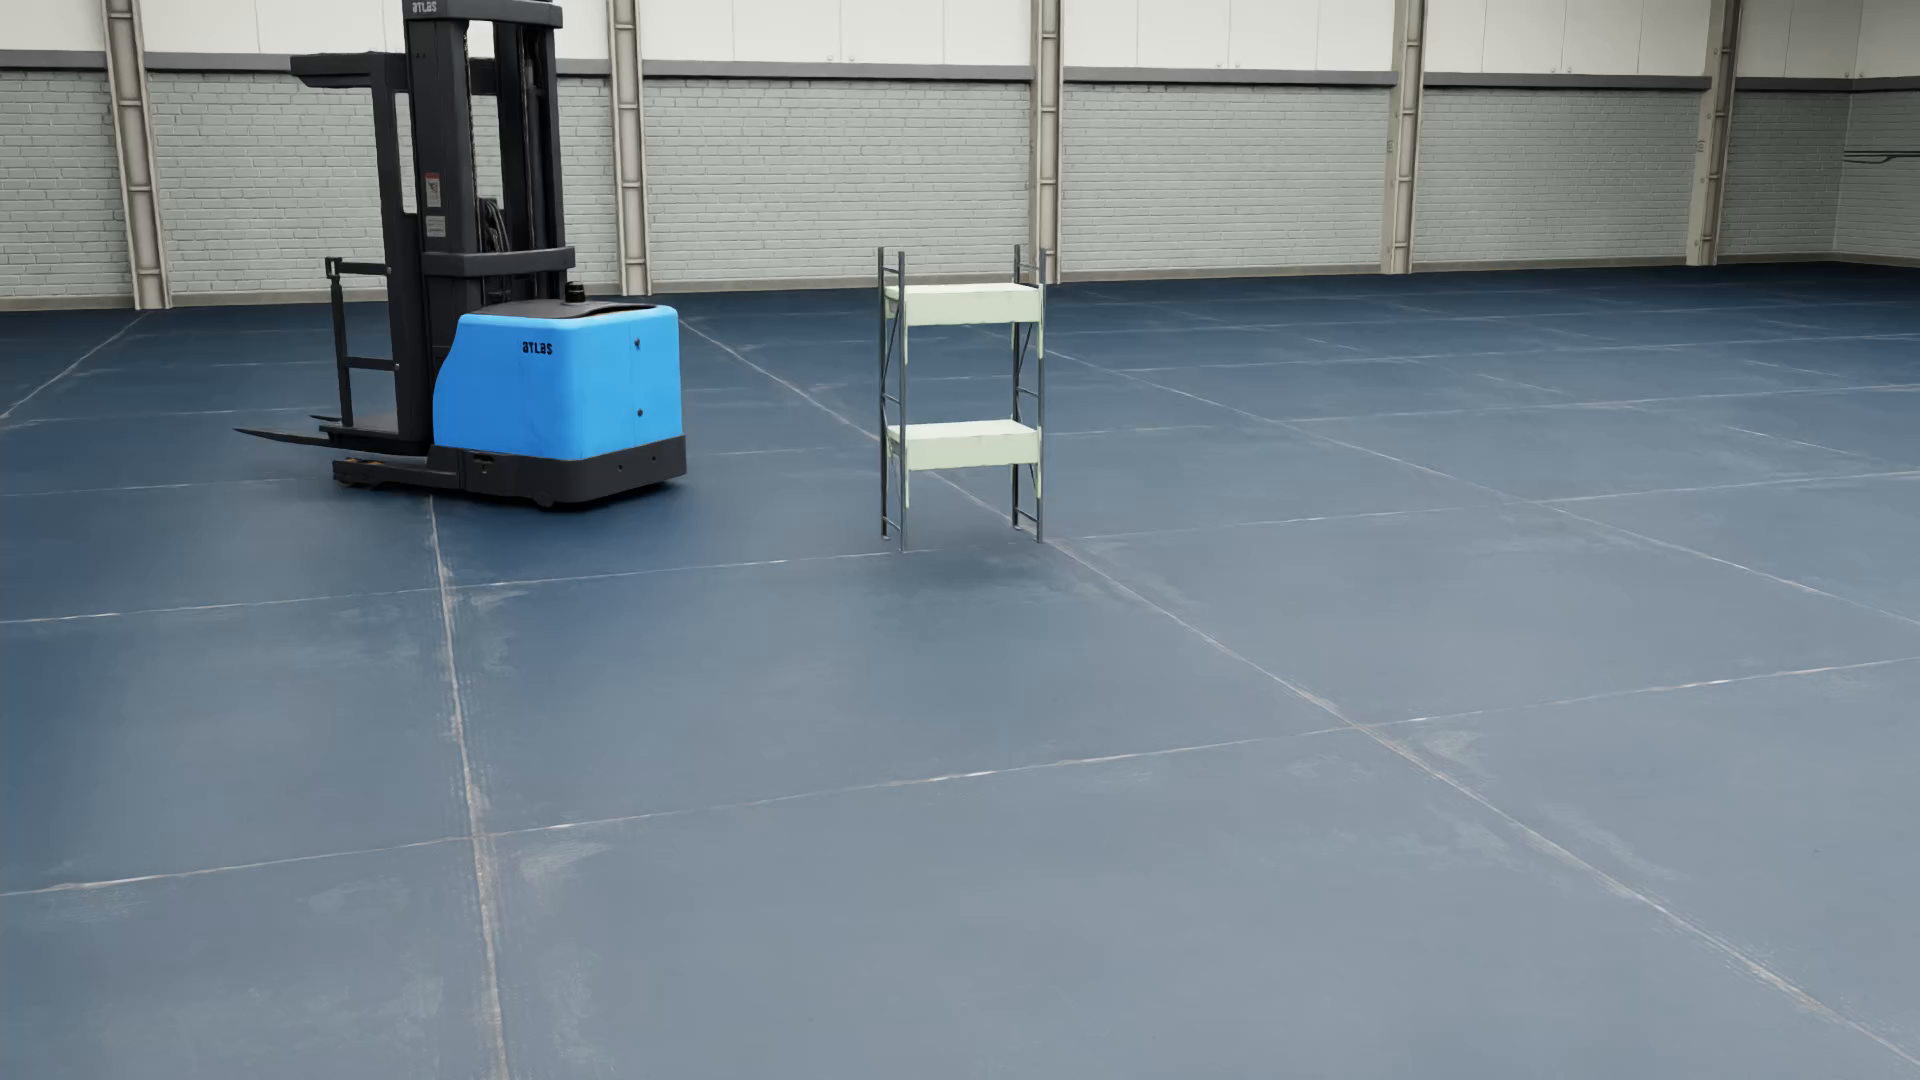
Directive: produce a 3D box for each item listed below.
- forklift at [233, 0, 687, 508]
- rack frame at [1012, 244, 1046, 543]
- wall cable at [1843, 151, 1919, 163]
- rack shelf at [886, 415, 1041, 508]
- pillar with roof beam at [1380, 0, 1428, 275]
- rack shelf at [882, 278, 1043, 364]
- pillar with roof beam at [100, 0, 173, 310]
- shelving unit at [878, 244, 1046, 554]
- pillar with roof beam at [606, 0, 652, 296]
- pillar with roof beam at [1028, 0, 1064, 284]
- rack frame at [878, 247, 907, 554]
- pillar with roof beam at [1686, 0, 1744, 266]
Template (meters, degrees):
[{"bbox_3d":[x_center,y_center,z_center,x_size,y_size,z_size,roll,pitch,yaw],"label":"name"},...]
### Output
[{"bbox_3d":[-3.191,-1.827,9.989,3.031,2.935,1.130,7,15,28],"label":"forklift"},{"bbox_3d":[0.353,-0.757,8.585,0.023,1.500,0.400,-4,14,-18],"label":"rack frame"},{"bbox_3d":[15.835,-7.480,27.354,0.112,2.526,3.097,-4,14,-18],"label":"wall cable"},{"bbox_3d":[0.006,-0.413,8.547,0.720,0.370,0.431,-4,14,-18],"label":"rack shelf"},{"bbox_3d":[8.307,-7.676,21.468,0.400,9.000,9.100,-4,14,-18],"label":"pillar with roof beam"},{"bbox_3d":[0.006,-1.110,8.381,0.720,0.370,0.431,-4,14,-18],"label":"rack shelf"},{"bbox_3d":[-8.753,-6.348,15.883,0.400,9.000,9.100,-4,14,-18],"label":"pillar with roof beam"},{"bbox_3d":[0.006,-0.730,8.471,0.755,1.500,0.431,-4,14,-18],"label":"shelving unit"},{"bbox_3d":[-3.066,-6.791,17.745,0.400,9.000,9.100,-4,14,-18],"label":"pillar with roof beam"},{"bbox_3d":[2.621,-7.233,19.607,0.400,9.000,9.100,-4,14,-18],"label":"pillar with roof beam"},{"bbox_3d":[-0.341,-0.703,8.358,0.023,1.500,0.400,-4,14,-18],"label":"rack frame"},{"bbox_3d":[13.994,-8.119,23.330,0.400,9.000,9.100,-4,14,-18],"label":"pillar with roof beam"}]
